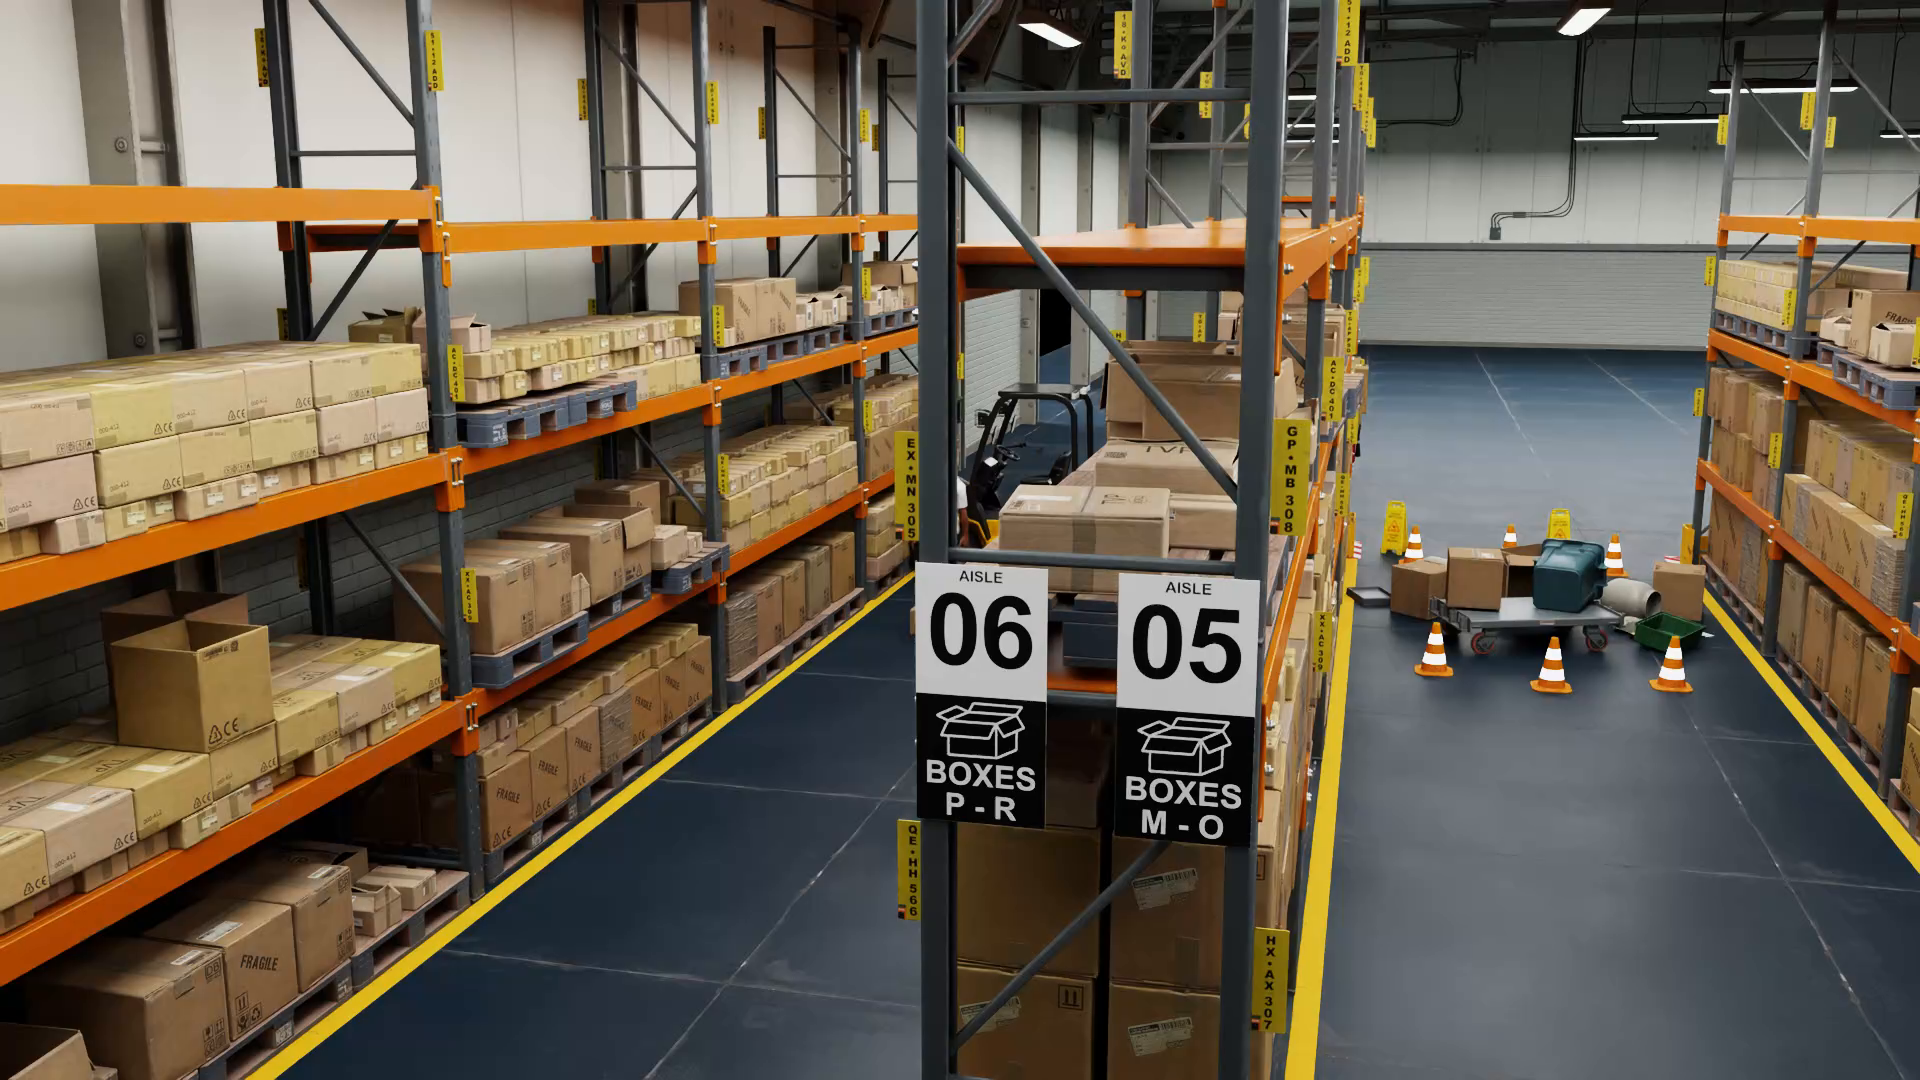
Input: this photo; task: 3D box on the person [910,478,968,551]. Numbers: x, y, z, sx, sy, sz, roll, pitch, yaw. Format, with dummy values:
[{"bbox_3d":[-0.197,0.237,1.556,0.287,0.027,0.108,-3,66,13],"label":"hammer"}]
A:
[{"bbox_3d":[-0.219,-0.052,17.045,0.596,1.763,0.389,5,12,23],"label":"person"}]
